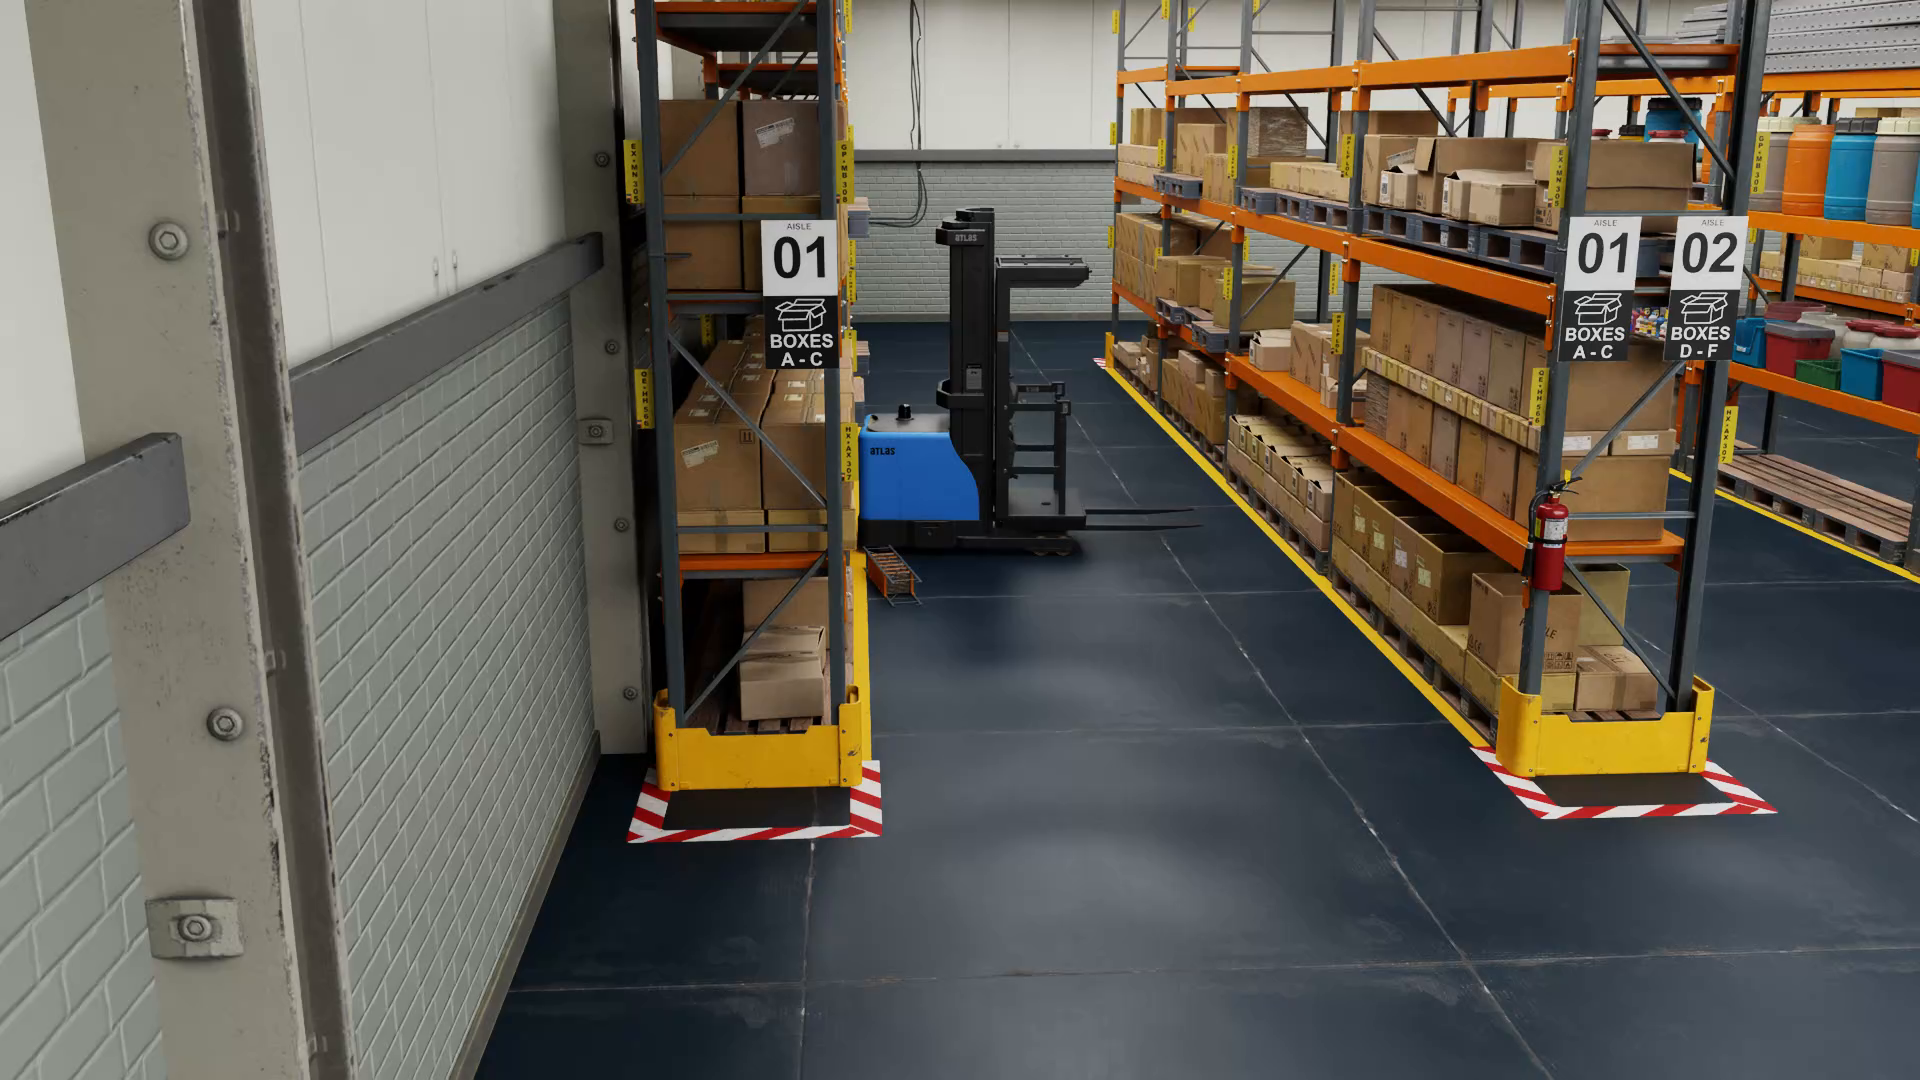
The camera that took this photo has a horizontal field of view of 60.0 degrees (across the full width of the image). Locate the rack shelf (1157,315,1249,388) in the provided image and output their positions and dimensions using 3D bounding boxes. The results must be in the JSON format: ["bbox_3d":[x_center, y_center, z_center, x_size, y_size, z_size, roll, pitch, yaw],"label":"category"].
[{"bbox_3d":[3.173,-2.271,19.275,1.077,0.370,4.000,-1,14,-3],"label":"rack shelf"}]

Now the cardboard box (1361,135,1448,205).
[{"bbox_3d":[3.312,-2.770,12.427,0.500,0.500,0.500,0,14,1],"label":"cardboard box"}]

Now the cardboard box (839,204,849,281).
[{"bbox_3d":[-0.921,-1.787,9.690,0.500,0.500,0.500,0,14,0],"label":"cardboard box"}]

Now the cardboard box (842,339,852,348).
[{"bbox_3d":[-1.062,-1.237,12.570,0.500,0.500,0.500,-1,14,-4],"label":"cardboard box"}]

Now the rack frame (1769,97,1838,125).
[{"bbox_3d":[12.688,-7.169,24.829,1.000,3.000,0.127,-1,14,-3],"label":"rack frame"}]

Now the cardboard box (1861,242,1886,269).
[{"bbox_3d":[12.614,-3.938,22.511,0.500,0.500,0.500,-1,14,-3],"label":"cardboard box"}]

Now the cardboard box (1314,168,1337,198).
[{"bbox_3d":[3.487,-3.187,14.830,0.500,0.250,0.500,-2,15,-8],"label":"cardboard box"}]

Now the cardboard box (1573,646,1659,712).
[{"bbox_3d":[3.981,0.859,10.342,0.500,0.250,0.500,-1,14,-3],"label":"cardboard box"}]

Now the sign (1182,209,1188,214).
[{"bbox_3d":[3.356,-4.829,24.816,0.100,0.325,0.005,-1,14,-3],"label":"sign"}]

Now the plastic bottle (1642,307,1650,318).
[{"bbox_3d":[8.279,-2.780,20.071,0.097,0.271,0.097,0,14,0],"label":"plastic bottle"}]

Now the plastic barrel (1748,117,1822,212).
[{"bbox_3d":[8.075,-3.685,16.303,0.600,0.901,0.600,0,14,0],"label":"plastic barrel"}]

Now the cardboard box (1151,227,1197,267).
[{"bbox_3d":[2.759,-3.771,21.455,0.500,0.500,0.500,-1,14,-3],"label":"cardboard box"}]

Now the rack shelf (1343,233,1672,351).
[{"bbox_3d":[3.668,-1.734,11.169,1.077,0.370,4.000,-1,14,-3],"label":"rack shelf"}]

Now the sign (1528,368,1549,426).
[{"bbox_3d":[3.250,-0.803,9.327,0.100,0.325,0.005,-1,14,-3],"label":"sign"}]

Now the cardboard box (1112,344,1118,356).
[{"bbox_3d":[2.484,-2.834,24.860,0.380,0.149,0.250,-1,14,-3],"label":"cardboard box"}]

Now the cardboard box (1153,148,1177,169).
[{"bbox_3d":[2.748,-4.855,21.155,0.500,0.250,0.500,-1,14,-3],"label":"cardboard box"}]

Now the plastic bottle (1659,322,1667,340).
[{"bbox_3d":[7.781,-2.306,18.366,0.097,0.201,0.097,0,14,0],"label":"plastic bottle"}]

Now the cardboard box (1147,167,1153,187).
[{"bbox_3d":[2.733,-4.738,21.702,0.500,0.250,0.500,-1,14,-3],"label":"cardboard box"}]

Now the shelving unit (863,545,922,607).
[{"bbox_3d":[-0.560,0.281,13.542,0.258,0.189,1.200,-4,15,-14],"label":"shelving unit"}]

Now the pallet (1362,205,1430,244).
[{"bbox_3d":[3.623,-2.325,12.200,1.003,0.211,1.213,-1,14,-3],"label":"pallet"}]

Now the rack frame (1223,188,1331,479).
[{"bbox_3d":[3.297,-2.122,17.252,1.000,3.000,0.127,-1,14,-3],"label":"rack frame"}]

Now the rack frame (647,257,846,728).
[{"bbox_3d":[-1.152,-0.055,9.219,1.000,3.000,0.127,-1,14,-3],"label":"rack frame"}]

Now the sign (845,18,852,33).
[{"bbox_3d":[-1.600,-7.435,23.829,0.100,0.325,0.005,-1,14,-3],"label":"sign"}]

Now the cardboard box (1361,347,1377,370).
[{"bbox_3d":[3.368,-1.420,13.021,0.380,0.149,0.250,-1,14,-4],"label":"cardboard box"}]

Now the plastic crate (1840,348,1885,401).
[{"bbox_3d":[8.110,-1.464,14.729,0.392,0.384,0.575,-1,14,-3],"label":"plastic crate"}]

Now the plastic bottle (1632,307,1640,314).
[{"bbox_3d":[7.751,-2.592,19.179,0.144,0.351,0.185,-1,14,-3],"label":"plastic bottle"}]

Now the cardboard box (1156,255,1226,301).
[{"bbox_3d":[2.855,-3.247,20.583,0.700,0.500,0.500,-6,16,-22],"label":"cardboard box"}]

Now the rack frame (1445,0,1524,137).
[{"bbox_3d":[7.745,-7.092,24.531,1.000,3.000,0.127,-1,14,-3],"label":"rack frame"}]

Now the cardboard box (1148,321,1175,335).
[{"bbox_3d":[3.080,-2.982,24.731,0.500,0.500,0.500,-1,14,-3],"label":"cardboard box"}]

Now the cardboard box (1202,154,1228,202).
[{"bbox_3d":[3.172,-3.987,18.282,0.910,0.500,0.500,-1,14,-3],"label":"cardboard box"}]

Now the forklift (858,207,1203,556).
[{"bbox_3d":[0.625,-1.418,14.655,3.031,2.935,1.130,0,14,1],"label":"forklift"}]

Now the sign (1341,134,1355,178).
[{"bbox_3d":[3.003,-2.971,12.867,0.100,0.325,0.005,-1,14,-3],"label":"sign"}]

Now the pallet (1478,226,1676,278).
[{"bbox_3d":[3.774,-1.718,9.842,1.003,0.211,1.213,-1,14,-3],"label":"pallet"}]

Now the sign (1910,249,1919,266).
[{"bbox_3d":[12.382,-3.717,21.557,0.100,0.325,0.005,-1,14,-3],"label":"sign"}]

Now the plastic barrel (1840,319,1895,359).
[{"bbox_3d":[8.576,-1.800,15.728,0.433,0.535,0.433,0,14,0],"label":"plastic barrel"}]

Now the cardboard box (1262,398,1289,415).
[{"bbox_3d":[3.554,-1.242,17.966,0.500,0.500,0.500,0,14,-1],"label":"cardboard box"}]

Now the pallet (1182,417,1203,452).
[{"bbox_3d":[3.216,-1.260,19.500,1.003,0.211,1.213,-1,14,-3],"label":"pallet"}]

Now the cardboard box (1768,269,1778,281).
[{"bbox_3d":[12.398,-3.984,24.997,0.380,0.149,0.250,-1,14,-4],"label":"cardboard box"}]

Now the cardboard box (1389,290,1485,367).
[{"bbox_3d":[3.611,-1.568,12.295,0.700,0.500,0.500,-1,14,-4],"label":"cardboard box"}]

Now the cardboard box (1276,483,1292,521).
[{"bbox_3d":[3.168,-0.350,15.043,0.500,0.250,0.500,-1,14,-2],"label":"cardboard box"}]

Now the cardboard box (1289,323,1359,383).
[{"bbox_3d":[3.417,-1.753,15.619,0.500,0.500,0.500,-2,15,-6],"label":"cardboard box"}]

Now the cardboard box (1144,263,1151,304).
[{"bbox_3d":[2.728,-3.413,22.072,0.500,0.500,0.500,0,14,-2],"label":"cardboard box"}]

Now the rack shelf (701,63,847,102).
[{"bbox_3d":[-1.523,-3.910,14.410,1.077,0.370,4.000,-1,14,-3],"label":"rack shelf"}]

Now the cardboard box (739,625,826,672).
[{"bbox_3d":[-1.140,0.719,10.724,0.500,0.311,0.500,0,14,1],"label":"cardboard box"}]

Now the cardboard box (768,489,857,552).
[{"bbox_3d":[-0.865,-0.118,9.726,0.500,0.250,0.500,-1,14,-5],"label":"cardboard box"}]

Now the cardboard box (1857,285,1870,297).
[{"bbox_3d":[12.543,-3.409,22.762,0.380,0.149,0.250,-1,14,-2],"label":"cardboard box"}]

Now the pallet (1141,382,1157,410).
[{"bbox_3d":[3.007,-1.937,22.130,1.003,0.211,1.213,-1,14,-3],"label":"pallet"}]

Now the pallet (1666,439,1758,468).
[{"bbox_3d":[8.150,-1.042,18.653,1.003,0.211,1.213,-1,14,-3],"label":"pallet"}]

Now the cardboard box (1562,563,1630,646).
[{"bbox_3d":[3.948,0.372,10.731,0.500,0.500,0.500,-1,14,-3],"label":"cardboard box"}]

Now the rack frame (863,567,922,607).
[{"bbox_3d":[-0.560,0.369,13.565,0.240,0.006,1.200,-4,15,-14],"label":"rack frame"}]

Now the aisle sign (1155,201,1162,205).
[{"bbox_3d":[3.102,-5.392,24.746,0.394,0.787,0.004,-1,14,-3],"label":"aisle sign"}]

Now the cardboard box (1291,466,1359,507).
[{"bbox_3d":[3.195,-0.496,14.483,0.500,0.311,0.500,0,14,-2],"label":"cardboard box"}]

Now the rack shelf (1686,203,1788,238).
[{"bbox_3d":[8.117,-3.799,19.195,1.077,0.370,4.000,-1,14,-3],"label":"rack shelf"}]

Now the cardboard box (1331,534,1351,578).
[{"bbox_3d":[3.271,0.121,13.210,0.500,0.250,0.500,-1,14,-3],"label":"cardboard box"}]

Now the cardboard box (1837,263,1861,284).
[{"bbox_3d":[12.581,-3.701,23.096,0.500,0.250,0.500,-1,14,-2],"label":"cardboard box"}]

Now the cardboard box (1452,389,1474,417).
[{"bbox_3d":[3.497,-0.909,11.036,0.380,0.149,0.250,0,14,-2],"label":"cardboard box"}]
